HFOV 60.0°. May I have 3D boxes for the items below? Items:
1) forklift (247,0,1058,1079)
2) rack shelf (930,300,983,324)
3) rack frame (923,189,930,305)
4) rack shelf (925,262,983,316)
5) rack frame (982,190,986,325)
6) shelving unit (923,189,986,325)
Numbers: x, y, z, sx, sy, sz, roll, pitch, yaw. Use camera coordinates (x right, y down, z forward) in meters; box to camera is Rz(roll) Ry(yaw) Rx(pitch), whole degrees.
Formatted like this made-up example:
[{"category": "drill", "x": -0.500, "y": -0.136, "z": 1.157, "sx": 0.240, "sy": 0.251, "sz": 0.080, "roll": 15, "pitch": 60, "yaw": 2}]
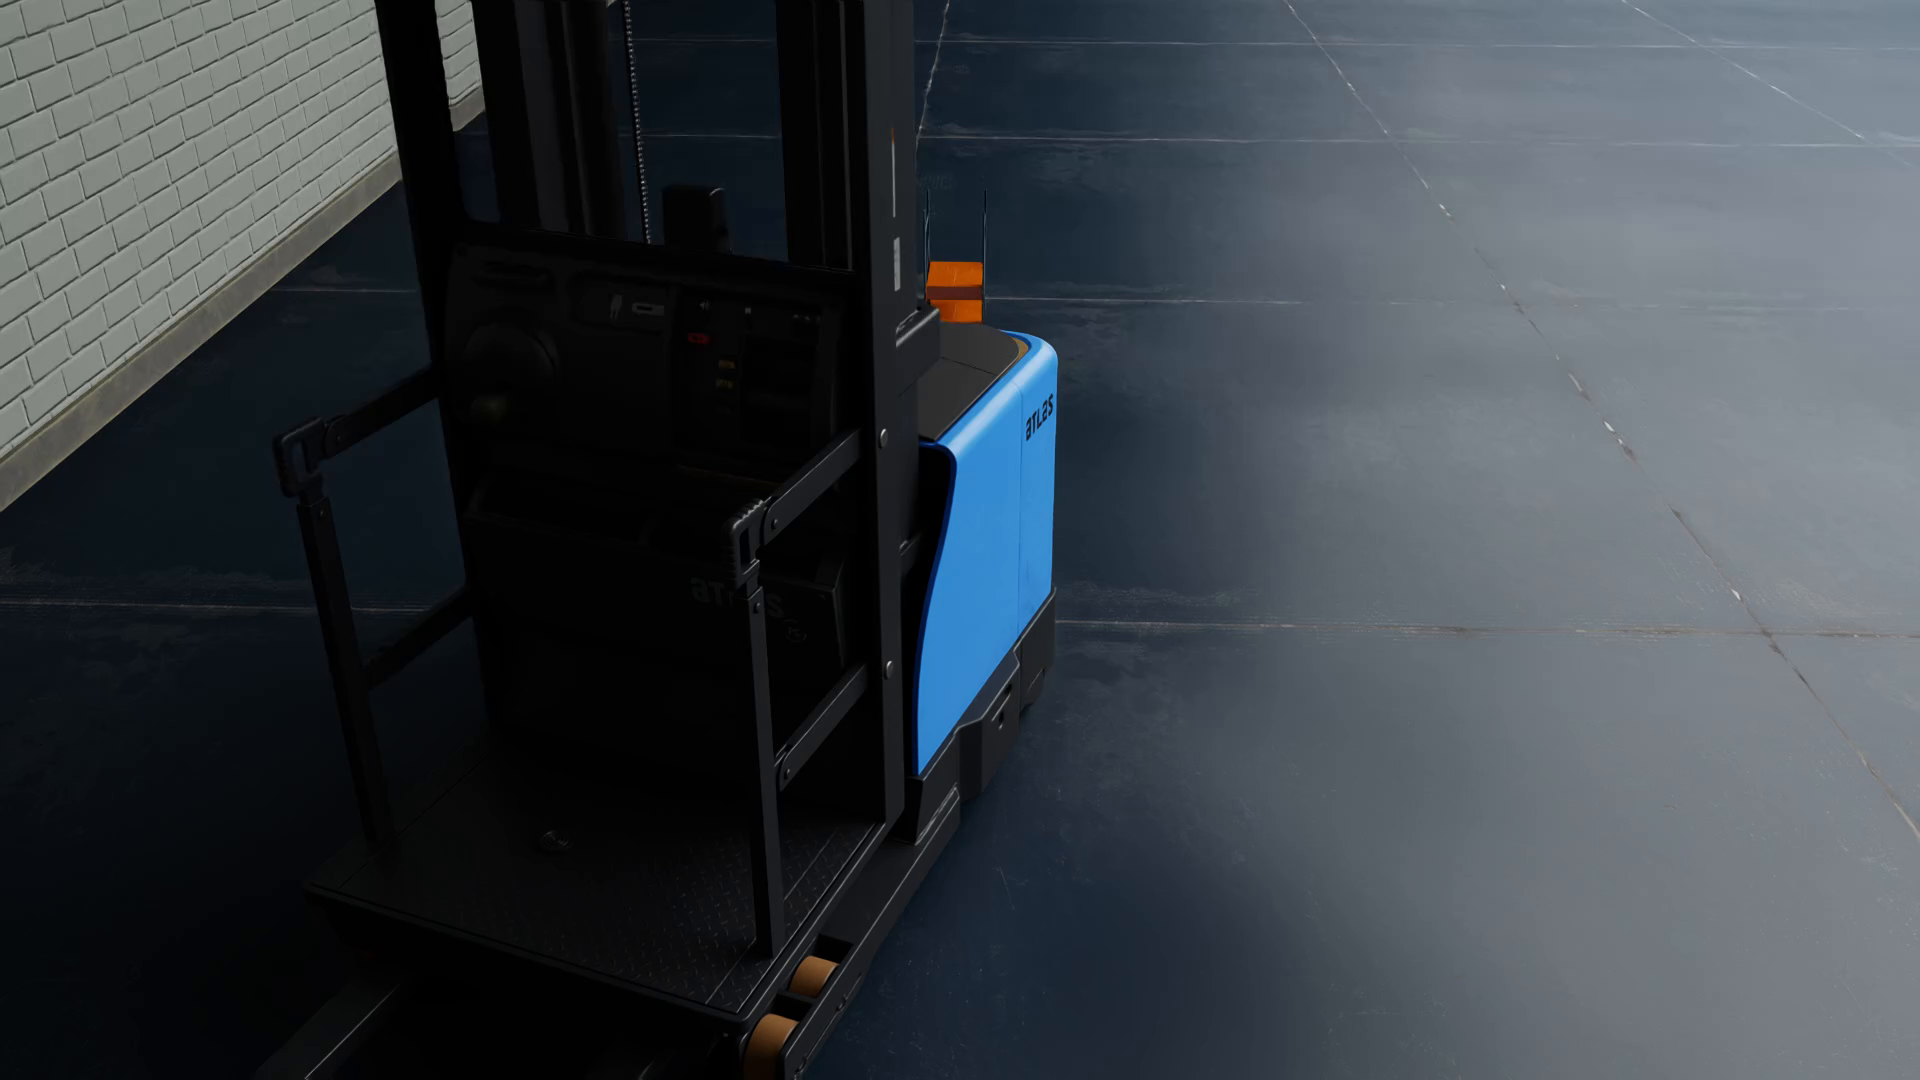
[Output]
[{"category": "forklift", "x": -0.745, "y": -0.343, "z": 3.268, "sx": 1.130, "sy": 2.935, "sz": 3.031, "roll": 11, "pitch": 30, "yaw": 19}, {"category": "rack shelf", "x": -0.014, "y": -0.703, "z": 5.378, "sx": 0.180, "sy": 0.103, "sz": 0.258, "roll": 1, "pitch": 28, "yaw": 2}, {"category": "rack frame", "x": -0.106, "y": -0.532, "z": 5.472, "sx": 0.006, "sy": 1.200, "sz": 0.240, "roll": 1, "pitch": 28, "yaw": 2}, {"category": "rack shelf", "x": -0.014, "y": -0.809, "z": 5.322, "sx": 0.180, "sy": 0.103, "sz": 0.258, "roll": 1, "pitch": 28, "yaw": 2}, {"category": "rack frame", "x": 0.077, "y": -0.529, "z": 5.467, "sx": 0.006, "sy": 1.200, "sz": 0.240, "roll": 1, "pitch": 28, "yaw": 2}, {"category": "shelving unit", "x": -0.014, "y": -0.530, "z": 5.469, "sx": 0.189, "sy": 1.200, "sz": 0.258, "roll": 1, "pitch": 28, "yaw": 2}]
